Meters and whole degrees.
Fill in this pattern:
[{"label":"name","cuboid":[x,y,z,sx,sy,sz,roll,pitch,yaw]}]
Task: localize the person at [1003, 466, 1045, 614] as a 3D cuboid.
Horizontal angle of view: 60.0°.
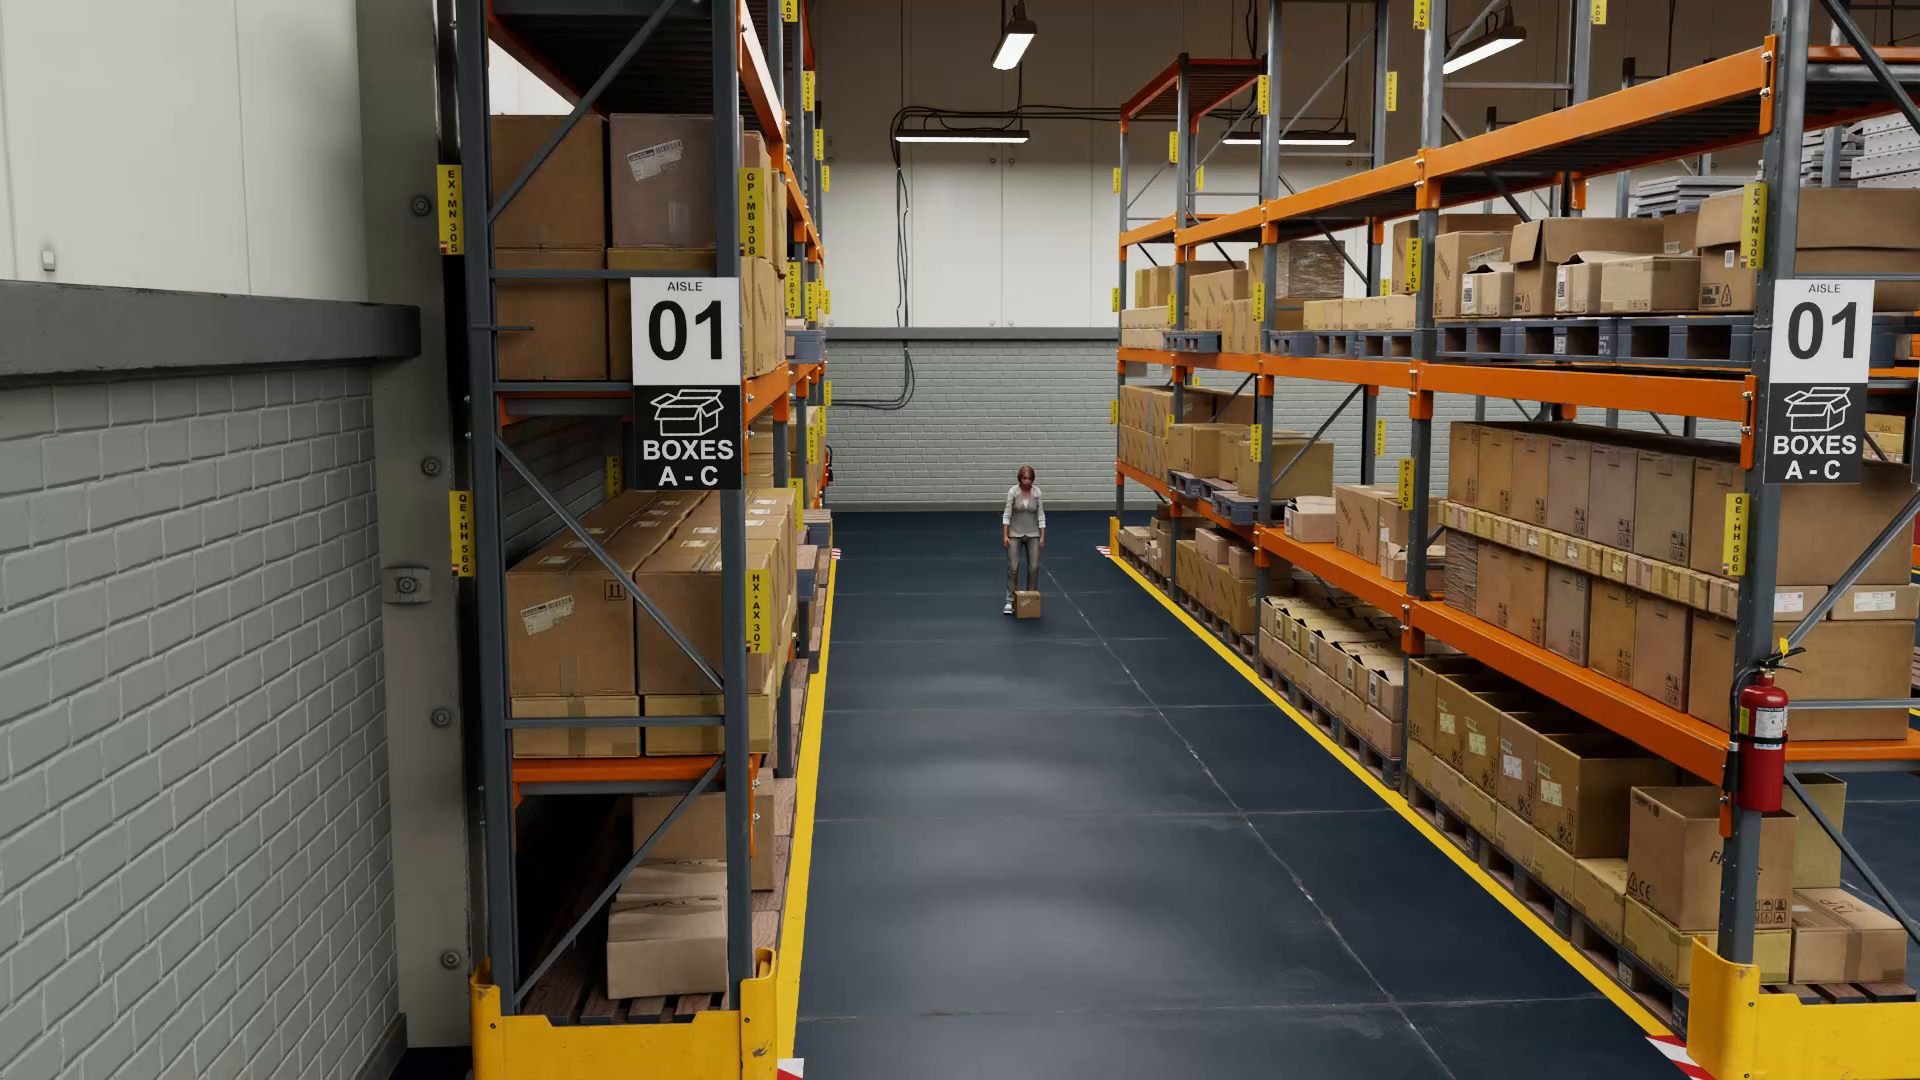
[{"label":"person","cuboid":[0.690,-0.010,17.882,0.460,1.593,0.346,0,7,-3]}]
